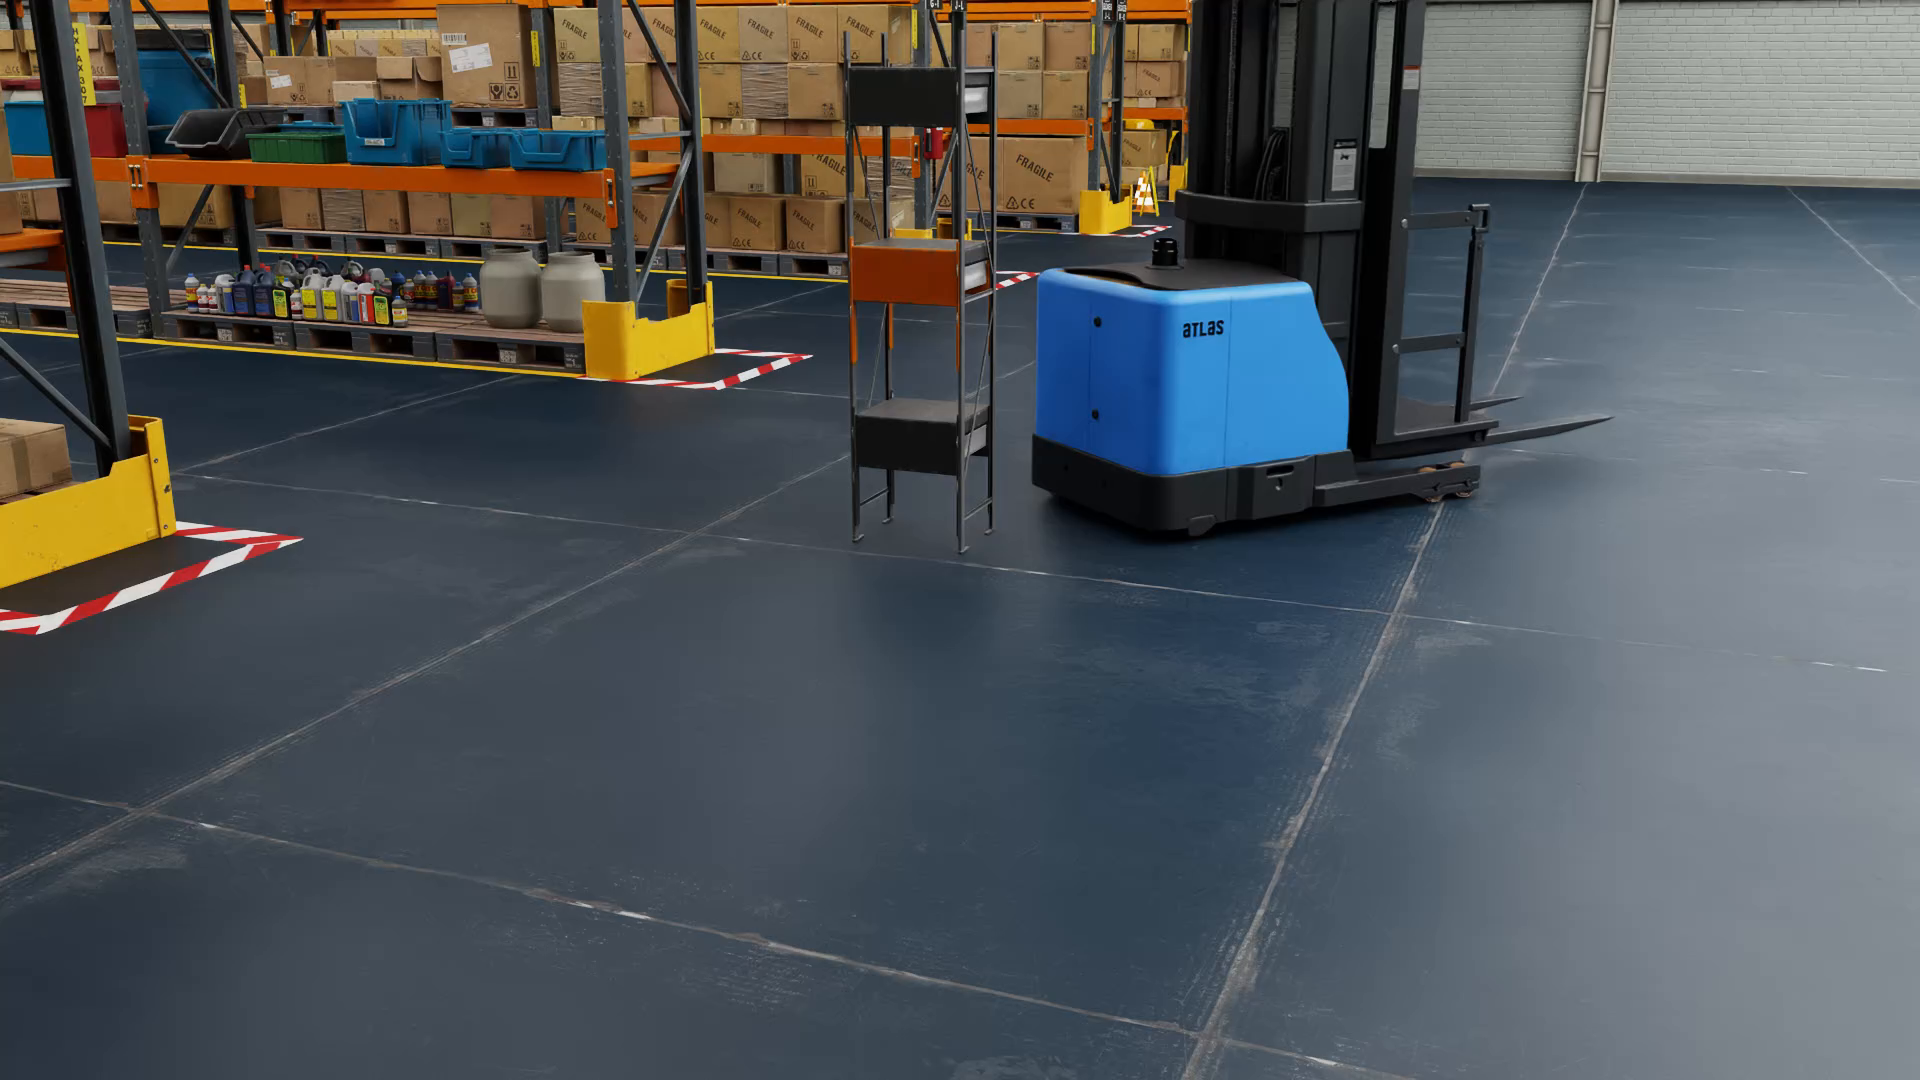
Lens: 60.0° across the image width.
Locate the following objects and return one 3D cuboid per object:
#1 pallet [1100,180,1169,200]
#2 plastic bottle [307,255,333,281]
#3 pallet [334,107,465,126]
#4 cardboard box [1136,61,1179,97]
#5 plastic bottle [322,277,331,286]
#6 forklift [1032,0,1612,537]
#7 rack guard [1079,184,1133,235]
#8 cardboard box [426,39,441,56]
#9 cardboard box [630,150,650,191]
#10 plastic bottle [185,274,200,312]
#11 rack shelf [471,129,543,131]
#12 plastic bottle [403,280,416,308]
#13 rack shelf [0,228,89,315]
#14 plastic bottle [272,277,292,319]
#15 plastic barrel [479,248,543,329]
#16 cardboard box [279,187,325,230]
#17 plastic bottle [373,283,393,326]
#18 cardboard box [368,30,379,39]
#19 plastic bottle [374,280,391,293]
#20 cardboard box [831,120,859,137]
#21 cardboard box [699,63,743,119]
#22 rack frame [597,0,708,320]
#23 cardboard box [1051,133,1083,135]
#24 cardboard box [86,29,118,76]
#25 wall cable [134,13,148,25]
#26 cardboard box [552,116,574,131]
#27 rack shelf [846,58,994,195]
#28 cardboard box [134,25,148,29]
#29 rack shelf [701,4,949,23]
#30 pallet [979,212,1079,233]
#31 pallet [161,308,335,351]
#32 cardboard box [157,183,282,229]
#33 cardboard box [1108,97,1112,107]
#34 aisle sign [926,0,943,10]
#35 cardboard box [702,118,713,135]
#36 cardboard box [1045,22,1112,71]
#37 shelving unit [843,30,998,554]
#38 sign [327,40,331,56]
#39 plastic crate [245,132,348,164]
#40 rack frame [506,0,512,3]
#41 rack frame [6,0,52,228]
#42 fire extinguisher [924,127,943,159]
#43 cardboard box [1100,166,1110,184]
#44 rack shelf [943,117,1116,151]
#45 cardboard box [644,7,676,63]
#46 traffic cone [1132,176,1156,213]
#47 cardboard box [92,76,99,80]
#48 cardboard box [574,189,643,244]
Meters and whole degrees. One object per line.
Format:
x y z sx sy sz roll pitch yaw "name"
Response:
2.647 -5.251 24.883 1.213 0.211 1.003 6 17 21 "pallet"
-4.830 -1.973 12.552 0.185 0.351 0.144 5 17 18 "plastic bottle"
-5.761 -4.454 17.481 1.213 0.211 1.003 6 17 21 "pallet"
2.855 -6.665 24.039 0.500 0.500 0.500 6 17 20 "cardboard box"
-4.513 -1.736 11.869 0.135 0.276 0.152 6 17 21 "plastic bottle"
1.875 -1.699 7.769 3.031 2.935 1.130 -9 18 -28 "forklift"
1.761 -3.993 20.032 0.348 0.500 1.175 6 17 21 "rack guard"
-8.711 -8.277 28.330 0.500 0.500 0.500 6 17 20 "cardboard box"
-4.355 -4.962 22.166 0.750 0.750 1.050 7 17 21 "cardboard box"
-5.578 -1.799 12.096 0.097 0.271 0.097 0 16 0 "plastic bottle"
-5.757 -4.188 17.511 4.000 0.370 1.077 6 17 21 "rack shelf"
-4.069 -1.825 12.309 0.097 0.201 0.097 0 16 0 "plastic bottle"
-5.674 -1.210 7.253 4.000 0.370 1.077 6 17 21 "rack shelf"
-4.801 -1.714 11.781 0.133 0.283 0.061 7 18 23 "plastic bottle"
-3.099 -1.741 11.500 0.421 0.512 0.421 0 16 0 "plastic barrel"
-6.987 -3.686 18.184 0.500 0.500 0.700 5 17 18 "cardboard box"
-3.977 -1.624 11.469 0.133 0.283 0.061 7 17 22 "plastic bottle"
-9.993 -8.722 28.701 0.250 0.149 0.380 6 17 21 "cardboard box"
-4.048 -1.677 11.653 0.133 0.283 0.061 6 17 21 "plastic bottle"
-1.000 -3.813 15.378 0.250 0.149 0.380 6 17 21 "cardboard box"
-2.096 -4.311 15.930 0.500 0.500 0.875 6 17 21 "cardboard box"
-1.993 -2.635 10.872 0.127 3.000 1.000 6 17 21 "rack frame"
1.666 -5.852 24.784 0.500 0.500 0.500 6 17 19 "cardboard box"
-9.523 -5.481 18.696 0.637 0.503 0.797 7 18 22 "cardboard box"
-16.168 -9.555 32.883 0.122 1.984 0.588 6 17 21 "wall cable"
-3.807 -4.109 16.397 0.250 0.149 0.380 6 17 21 "cardboard box"
-0.154 -1.684 6.748 0.480 0.518 0.431 6 17 21 "rack shelf"
-11.878 -7.280 24.364 0.500 0.500 0.500 6 17 19 "cardboard box"
-2.121 -8.199 25.946 4.000 0.370 1.077 6 17 21 "rack shelf"
0.966 -3.918 20.293 1.213 0.211 1.003 6 17 21 "pallet"
-5.104 -1.626 12.396 1.213 0.211 1.003 6 17 21 "pallet"
-8.252 -3.996 18.615 0.875 0.875 1.225 5 17 18 "cardboard box"
2.277 -6.400 24.289 0.250 0.149 0.380 7 17 22 "cardboard box"
-0.228 -5.084 14.644 0.004 0.787 0.394 6 17 21 "aisle sign"
-2.406 -3.959 15.880 0.250 0.149 0.380 6 17 21 "cardboard box"
1.408 -5.835 19.686 0.550 0.550 0.875 6 17 21 "cardboard box"
-0.154 -1.025 6.939 0.503 2.100 0.431 6 17 21 "shelving unit"
-9.224 -7.124 24.256 0.005 0.325 0.100 6 17 21 "sign"
-4.554 -2.731 11.580 0.662 0.188 0.450 6 17 21 "plastic crate"
-5.703 -6.014 22.511 0.127 3.000 1.000 6 17 21 "rack frame"
-11.338 -5.148 19.525 0.127 3.000 1.000 6 17 21 "rack frame"
-0.238 -3.752 14.855 0.183 0.674 0.296 6 17 21 "fire extinguisher"
2.131 -5.439 24.709 0.500 0.250 0.500 6 17 21 "cardboard box"
-0.122 -5.055 20.497 4.000 0.370 1.077 6 17 21 "rack shelf"
-2.640 -4.786 15.774 0.500 0.500 0.500 6 17 21 "cardboard box"
2.497 -4.659 22.391 0.334 0.463 0.336 6 17 21 "traffic cone"
-9.586 -4.930 18.595 0.500 0.500 0.500 7 17 22 "cardboard box"
-3.539 -3.279 16.819 0.500 0.500 0.500 6 17 19 "cardboard box"
